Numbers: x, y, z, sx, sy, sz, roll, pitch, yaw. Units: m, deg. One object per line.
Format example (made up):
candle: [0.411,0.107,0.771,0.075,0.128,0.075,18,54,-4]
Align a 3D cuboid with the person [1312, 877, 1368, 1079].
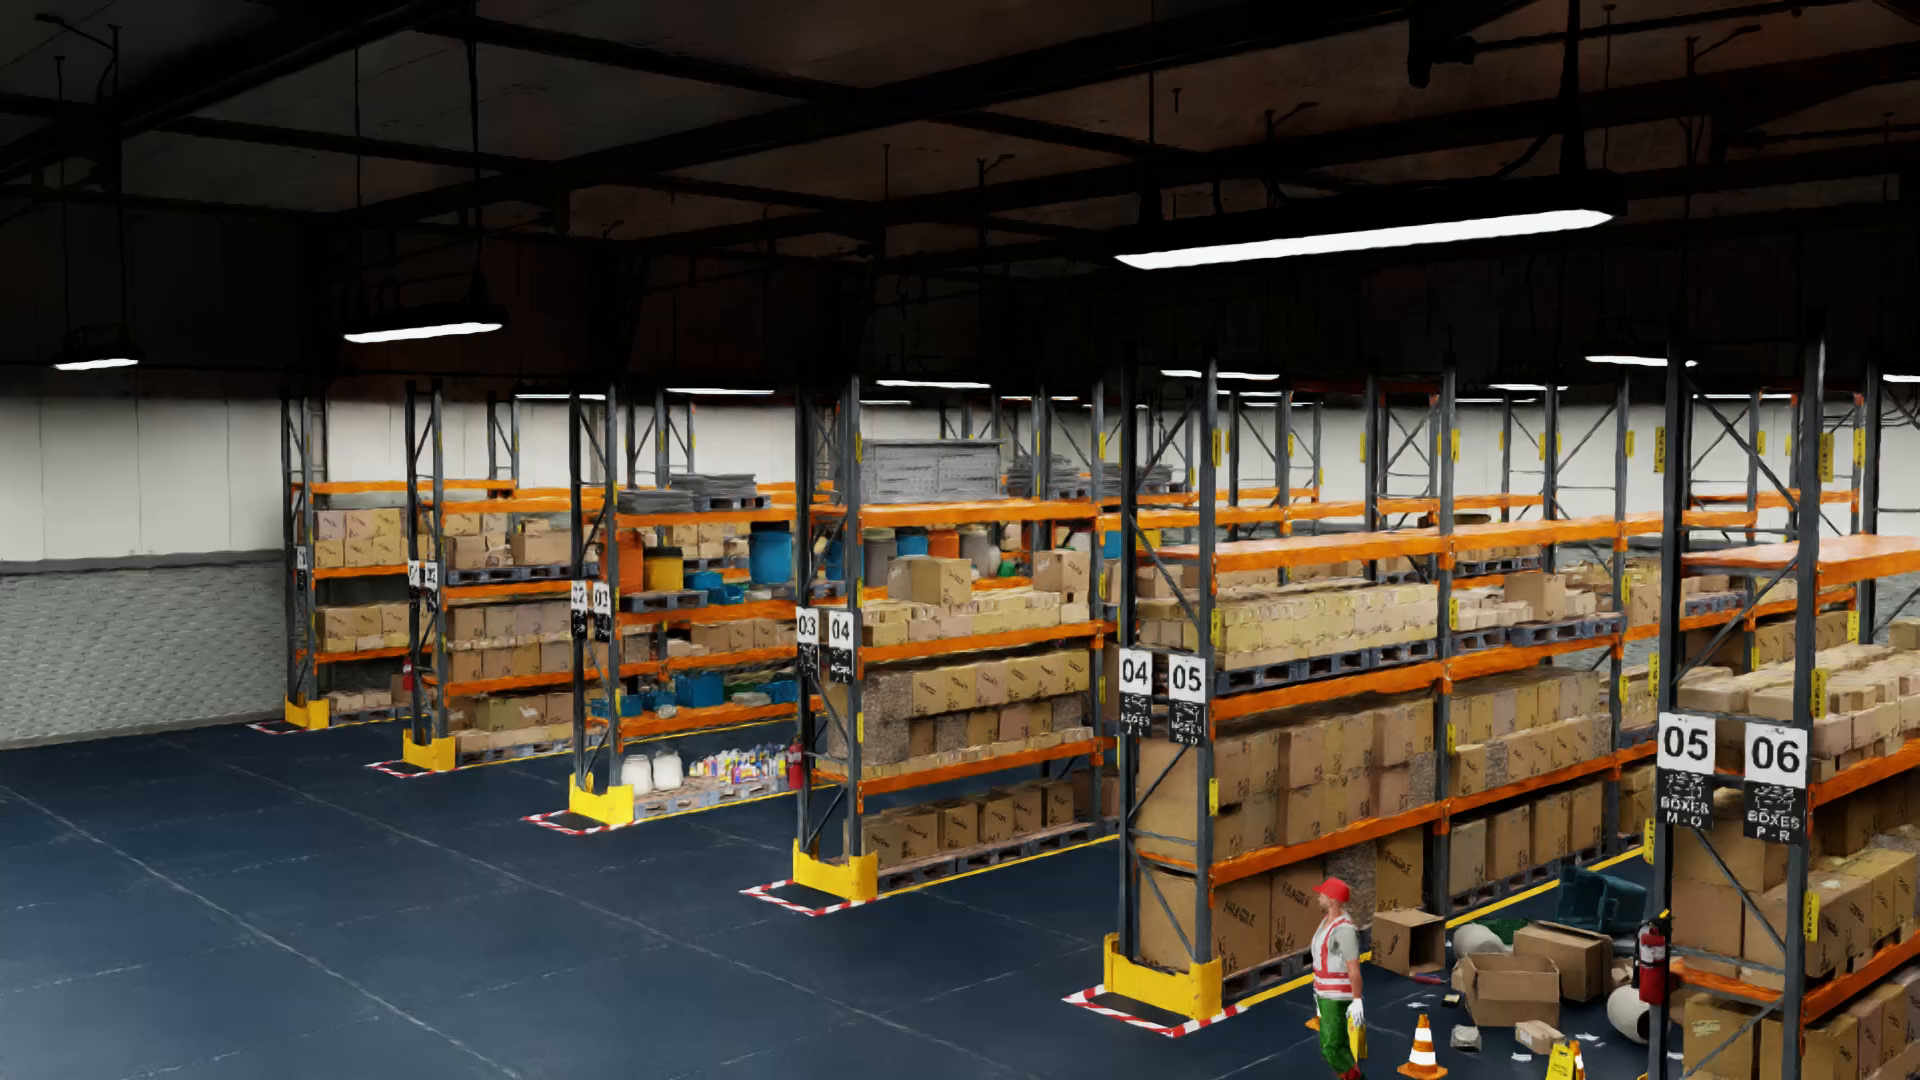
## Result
person: [2.917,3.466,12.624,0.446,1.778,0.656,0,4,0]
